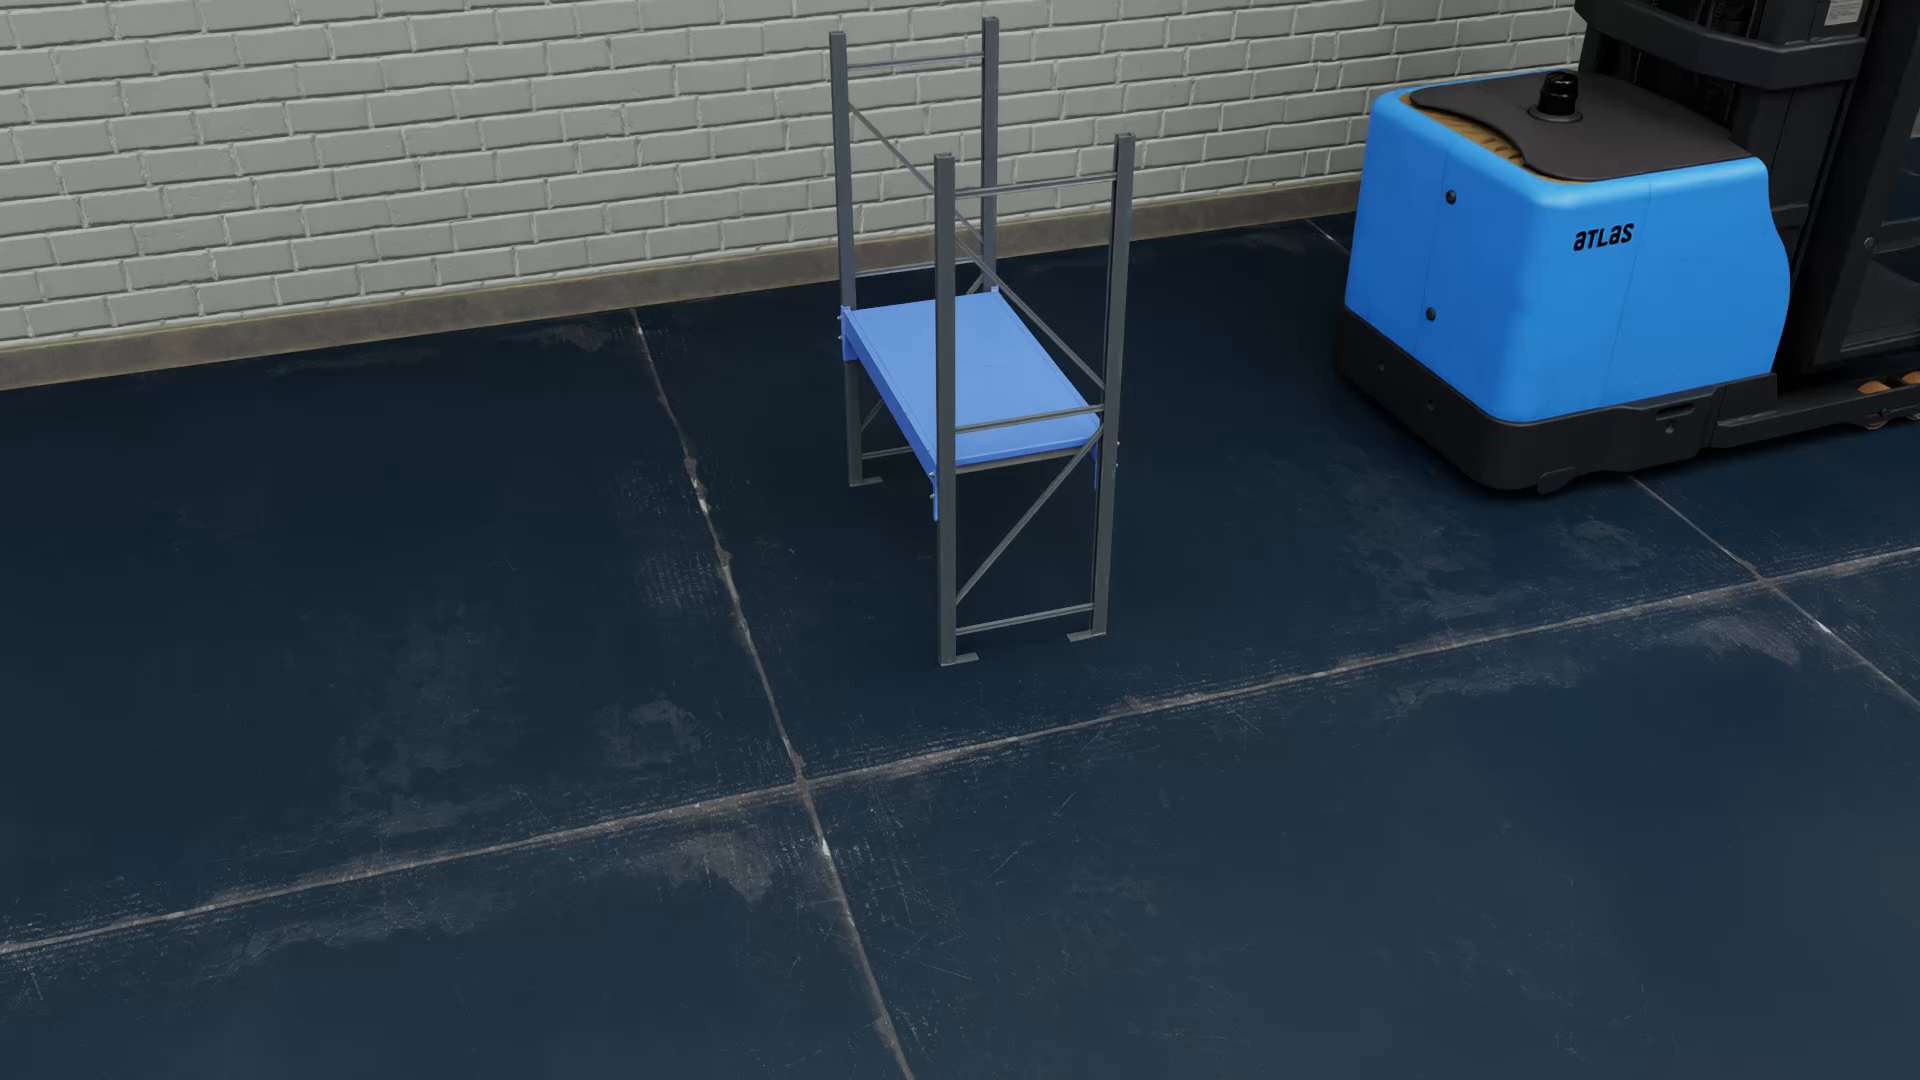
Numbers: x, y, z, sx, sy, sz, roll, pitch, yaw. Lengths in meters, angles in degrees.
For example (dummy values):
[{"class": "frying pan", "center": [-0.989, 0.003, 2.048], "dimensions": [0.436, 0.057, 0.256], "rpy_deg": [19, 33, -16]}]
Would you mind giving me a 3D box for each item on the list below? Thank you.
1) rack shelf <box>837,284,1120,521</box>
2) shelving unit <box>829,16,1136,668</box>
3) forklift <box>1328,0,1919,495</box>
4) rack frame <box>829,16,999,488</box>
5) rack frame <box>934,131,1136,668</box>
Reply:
[{"class": "rack shelf", "center": [0.026, -0.431, 4.868], "dimensions": [0.538, 0.185, 1.000], "rpy_deg": [-10, 35, -15]}, {"class": "shelving unit", "center": [0.026, -0.581, 4.769], "dimensions": [0.538, 1.500, 1.048], "rpy_deg": [-10, 35, -15]}, {"class": "forklift", "center": [2.922, -1.868, 5.418], "dimensions": [3.031, 2.935, 1.130], "rpy_deg": [-12, 35, -17]}, {"class": "rack frame", "center": [-0.129, -0.848, 5.173], "dimensions": [0.500, 1.500, 0.032], "rpy_deg": [-10, 35, -15]}, {"class": "rack frame", "center": [0.181, -0.314, 4.365], "dimensions": [0.500, 1.500, 0.032], "rpy_deg": [-10, 35, -15]}]
